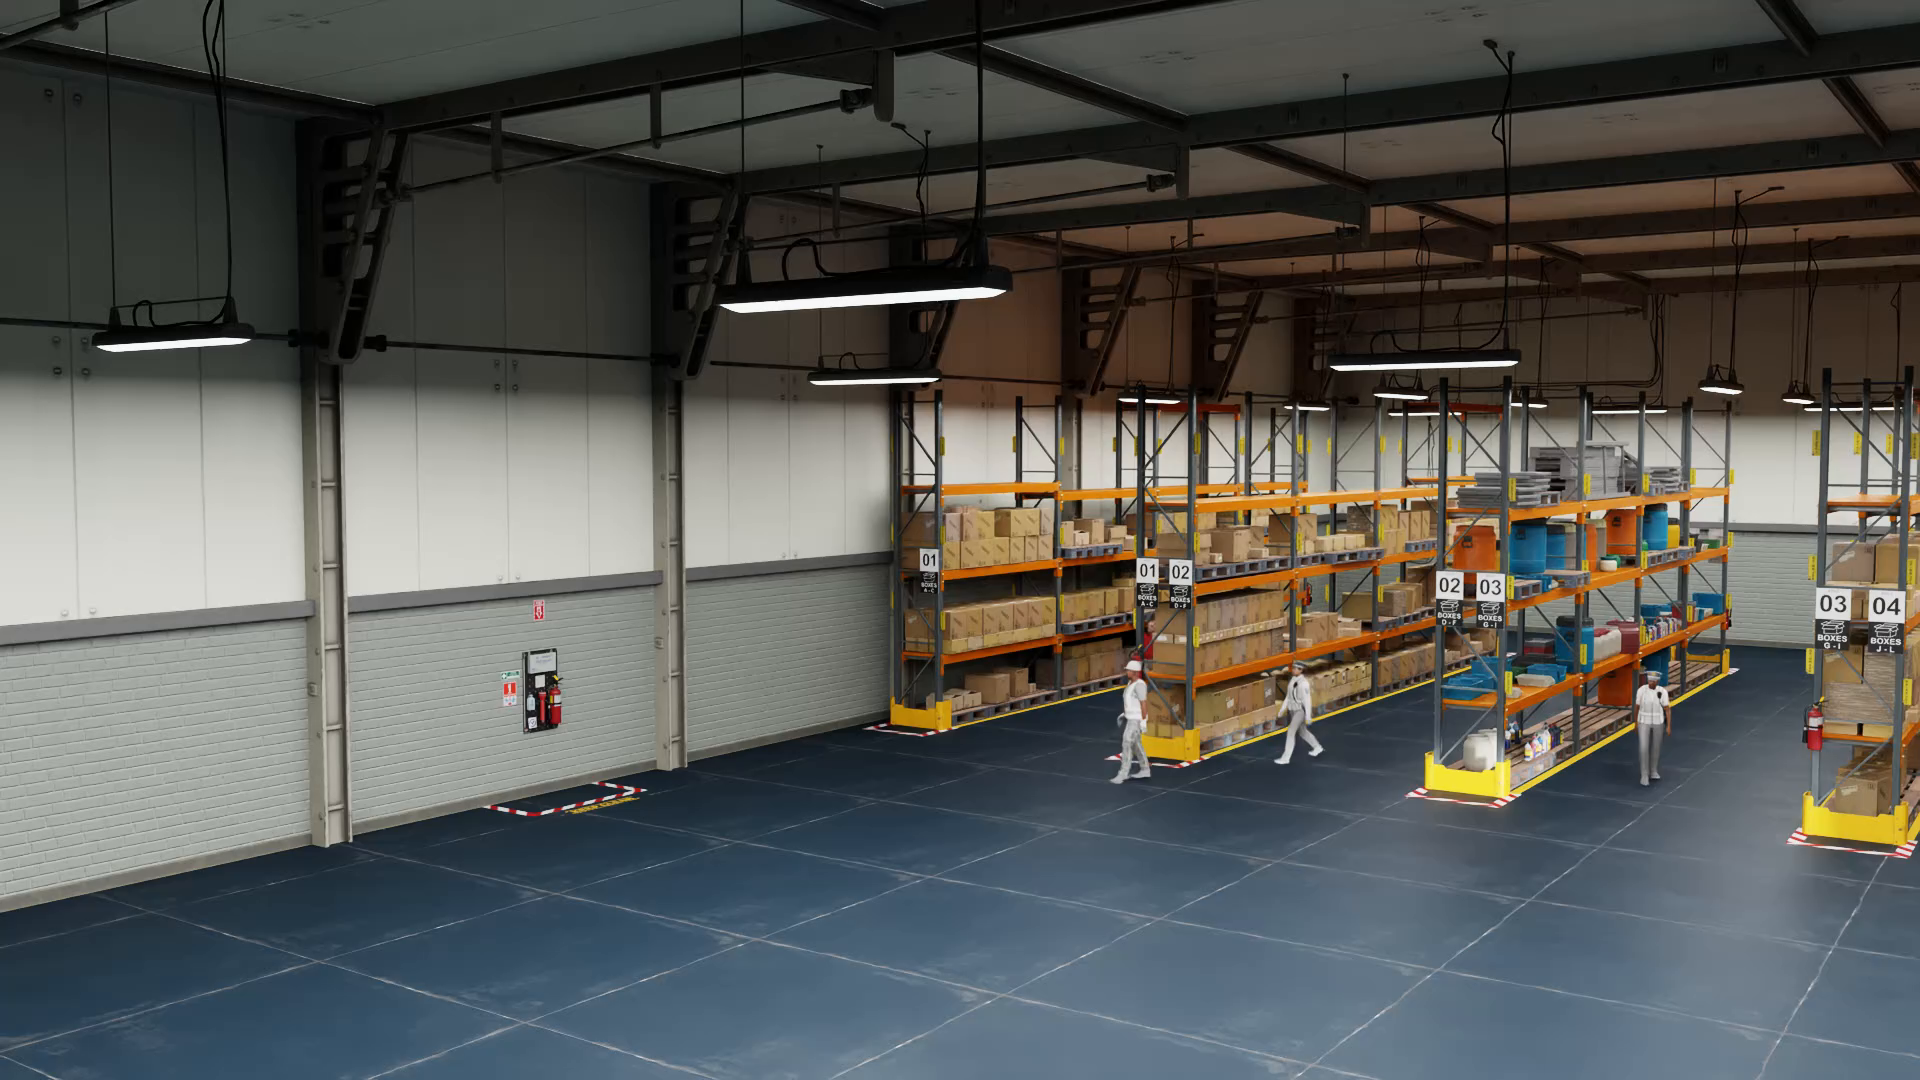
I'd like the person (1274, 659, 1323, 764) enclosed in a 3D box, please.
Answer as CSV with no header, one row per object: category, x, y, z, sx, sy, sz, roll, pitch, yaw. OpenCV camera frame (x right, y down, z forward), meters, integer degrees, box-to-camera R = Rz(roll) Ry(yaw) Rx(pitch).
person,5.364,2.687,26.279,1.058,1.626,0.539,-2,4,-25

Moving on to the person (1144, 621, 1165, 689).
person,3.633,2.369,31.562,0.540,1.653,1.088,2,4,26

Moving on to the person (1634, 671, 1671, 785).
person,10.342,2.781,24.834,0.494,1.670,0.675,1,3,18

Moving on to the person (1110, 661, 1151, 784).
person,2.543,2.706,24.968,0.676,1.787,0.645,0,3,-5
